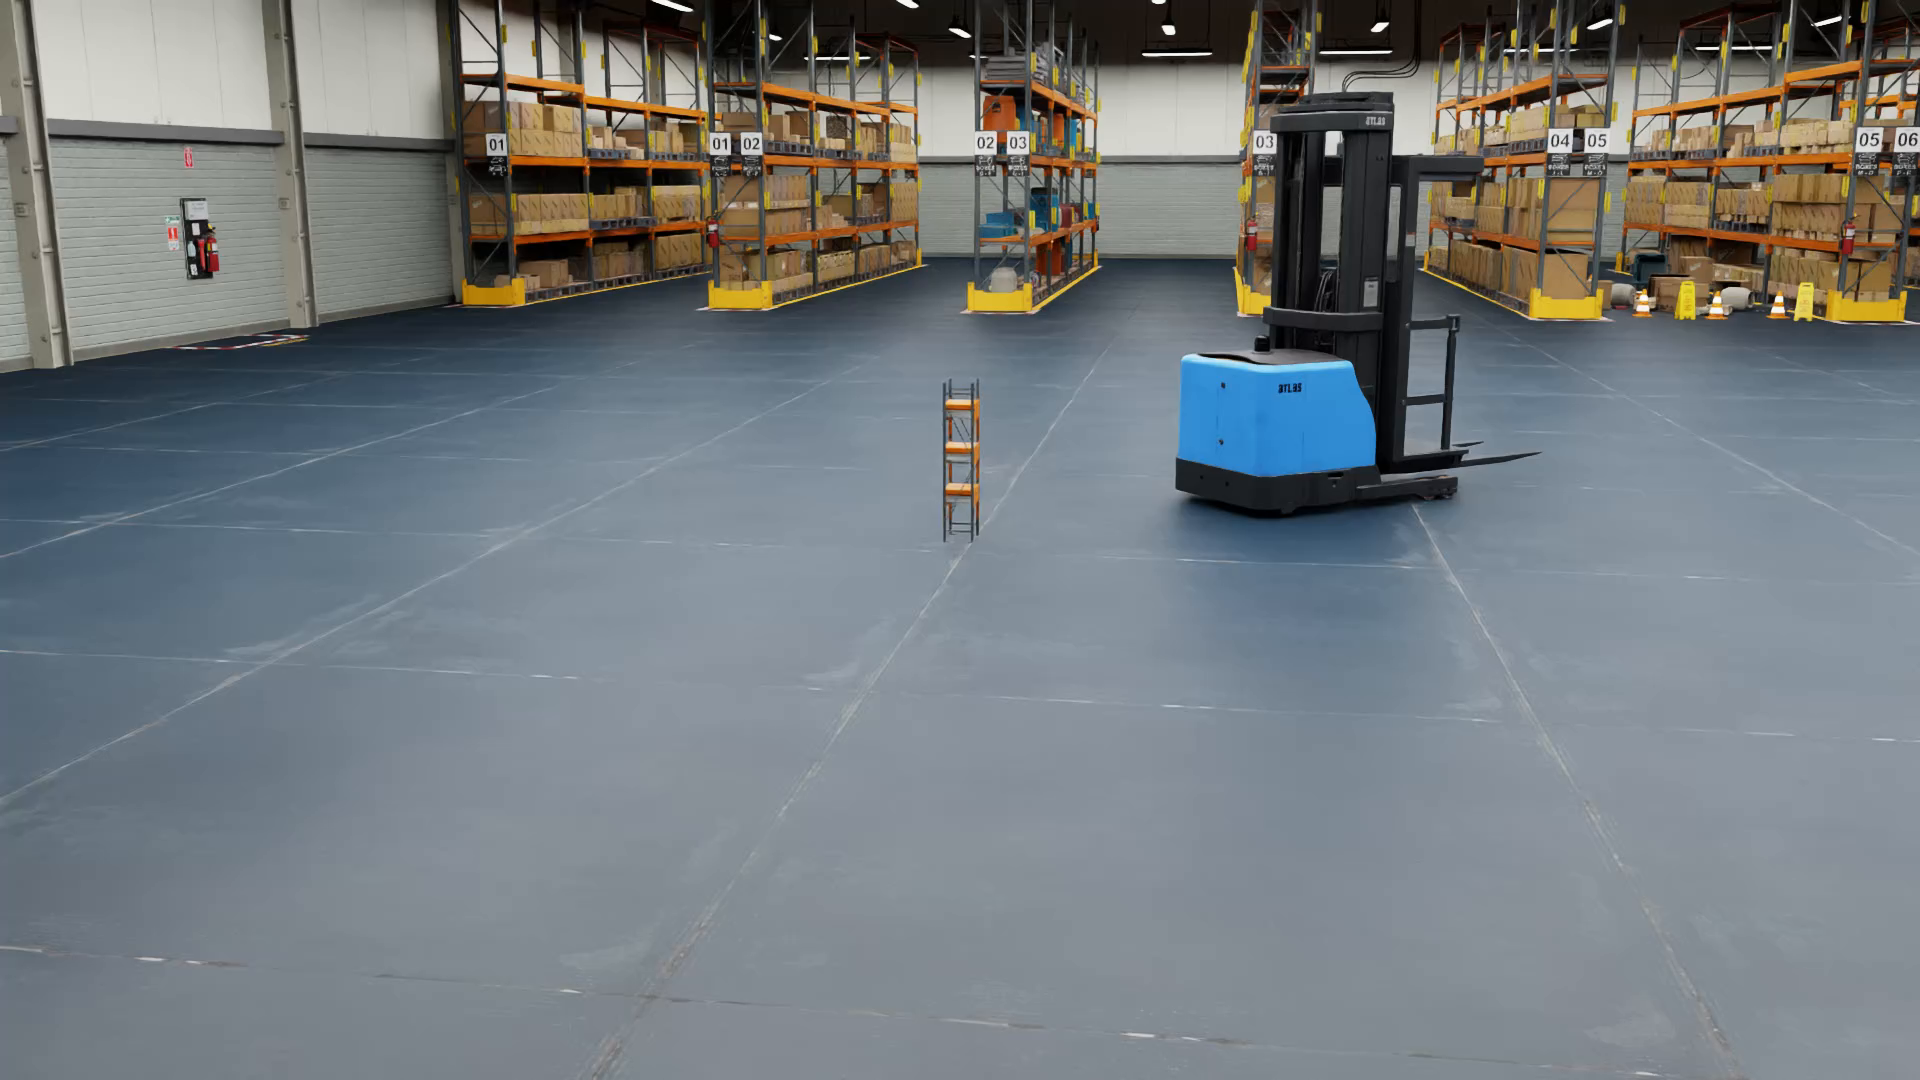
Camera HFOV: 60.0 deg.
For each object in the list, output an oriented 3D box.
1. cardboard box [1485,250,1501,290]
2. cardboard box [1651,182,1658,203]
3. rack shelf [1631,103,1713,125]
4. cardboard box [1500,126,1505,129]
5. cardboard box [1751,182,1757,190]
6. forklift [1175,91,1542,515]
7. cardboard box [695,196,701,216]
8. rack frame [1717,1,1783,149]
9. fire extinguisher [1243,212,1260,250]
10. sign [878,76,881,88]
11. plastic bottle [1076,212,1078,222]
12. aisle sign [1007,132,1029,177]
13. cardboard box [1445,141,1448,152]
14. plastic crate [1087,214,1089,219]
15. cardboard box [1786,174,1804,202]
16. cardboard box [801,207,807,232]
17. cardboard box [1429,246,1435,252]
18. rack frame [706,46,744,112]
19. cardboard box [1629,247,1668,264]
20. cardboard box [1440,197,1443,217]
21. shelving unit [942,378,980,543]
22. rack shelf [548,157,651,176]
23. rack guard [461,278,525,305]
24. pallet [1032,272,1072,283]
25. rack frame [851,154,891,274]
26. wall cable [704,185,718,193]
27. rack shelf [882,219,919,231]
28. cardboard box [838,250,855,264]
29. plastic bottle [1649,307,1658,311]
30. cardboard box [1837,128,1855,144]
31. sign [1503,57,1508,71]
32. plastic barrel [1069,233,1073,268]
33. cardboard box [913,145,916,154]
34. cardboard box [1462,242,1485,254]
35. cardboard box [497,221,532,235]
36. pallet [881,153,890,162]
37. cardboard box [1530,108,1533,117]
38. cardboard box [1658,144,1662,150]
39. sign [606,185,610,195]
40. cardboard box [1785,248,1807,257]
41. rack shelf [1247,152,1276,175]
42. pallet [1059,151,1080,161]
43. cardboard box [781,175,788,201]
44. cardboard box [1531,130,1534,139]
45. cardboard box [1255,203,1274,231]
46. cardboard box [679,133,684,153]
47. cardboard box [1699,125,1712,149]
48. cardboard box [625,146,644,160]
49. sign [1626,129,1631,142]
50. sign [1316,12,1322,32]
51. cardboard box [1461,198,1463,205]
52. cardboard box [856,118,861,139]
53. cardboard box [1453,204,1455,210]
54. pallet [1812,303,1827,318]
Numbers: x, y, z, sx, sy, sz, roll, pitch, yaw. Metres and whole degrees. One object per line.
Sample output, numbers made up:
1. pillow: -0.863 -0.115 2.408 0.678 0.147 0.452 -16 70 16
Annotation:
1. cardboard box: 11.168 -5.419 33.362 1.050 0.750 0.750 2 12 8
2. cardboard box: 17.184 -8.458 40.508 0.500 0.500 0.500 2 12 8
3. rack shelf: 17.606 -10.509 41.055 1.077 0.370 4.000 2 12 9
4. cardboard box: 12.190 -9.086 36.860 0.396 0.266 0.258 2 12 9
5. cardboard box: 16.028 -7.064 33.171 0.380 0.149 0.250 1 12 6
6. forklift: 3.143 -1.816 12.461 3.031 2.935 1.130 -7 14 -29
7. cardboard box: -6.999 -8.610 42.834 0.500 0.500 0.500 2 12 8
8. rack frame: 16.683 -9.807 35.142 1.000 3.000 0.127 2 12 9
9. fire extinguisher: 5.187 -5.484 29.503 0.296 0.674 0.183 2 12 9
10. sign: -2.203 -12.629 45.827 0.100 0.325 0.005 2 12 9
11. plastic bottle: 2.880 -7.990 41.225 0.061 0.283 0.133 2 12 9
12. aisle sign: 1.045 -6.937 29.893 0.394 0.787 0.004 2 12 9
13. cardboard box: 12.378 -9.805 41.420 0.500 0.250 0.500 2 12 11
14. plastic crate: 3.281 -8.747 44.942 0.396 0.136 0.243 2 12 9
15. cardboard box: 15.582 -6.431 30.399 0.700 0.500 0.500 2 12 7
16. cardboard box: -3.574 -6.641 34.453 0.700 0.500 0.500 2 12 7
17. cardboard box: 12.590 -7.684 43.886 0.380 0.149 0.250 1 12 6
18. rack frame: -6.562 -12.275 46.593 1.000 3.000 0.127 2 12 9
19. cardboard box: 17.911 -7.352 43.074 0.875 0.438 0.875 1 12 7
20. cardboard box: 12.345 -8.363 41.733 0.500 0.500 0.500 2 12 8
21. shelving unit: 0.008 -0.524 10.934 0.215 1.050 0.252 2 12 9
22. rack shelf: -8.100 -8.376 37.326 1.077 0.370 4.000 2 12 9
23. rack guard: -9.011 -4.806 32.107 1.175 0.500 0.348 2 12 9
24. pallet: 2.077 -6.159 39.070 1.003 0.211 1.213 2 12 9
25. rack frame: -2.282 -8.350 42.620 1.000 3.000 0.127 2 12 9
26. wall cable: -7.300 -10.137 48.497 0.084 1.984 1.851 2 12 9
27. rack shelf: -1.974 -8.415 44.628 1.077 0.370 4.000 2 12 9
28. cardboard box: -2.734 -6.536 38.400 0.500 0.311 0.500 2 12 10
29. plastic bottle: 12.667 -4.234 30.494 0.133 0.061 0.283 -2 12 -11
30. cardboard box: 15.265 -6.863 28.249 0.500 0.250 0.500 2 12 8
31. sign: 12.941 -11.297 39.459 0.100 0.325 0.005 2 12 9
32. plastic barrel: 2.511 -7.256 41.526 0.600 0.901 0.708 2 12 9
33. cardboard box: -1.494 -10.705 45.596 0.500 0.250 0.500 2 12 9
34. cardboard box: 11.689 -6.620 37.750 0.500 0.250 0.500 2 12 9
35. cardboard box: -8.634 -6.040 32.208 0.500 0.250 0.500 2 12 7
36. pallet: -2.452 -9.591 41.705 1.213 0.211 1.003 2 12 9
37. cardboard box: 10.458 -7.682 29.869 0.380 0.149 0.250 2 12 8
38. cardboard box: 17.121 -9.504 40.213 0.380 0.149 0.250 2 12 10
39. sign: -8.341 -8.261 39.456 0.100 0.325 0.005 2 12 9
40. cardboard box: 15.554 -5.342 30.870 0.380 0.149 0.250 2 12 11
41. rack shelf: 5.968 -7.062 31.228 1.077 0.370 4.000 2 12 9
42. pallet: 2.211 -8.886 38.436 1.003 0.211 1.213 2 12 9
43. cardboard box: -3.806 -6.962 32.862 0.700 0.500 0.500 2 12 9
44. cardboard box: 10.419 -7.239 29.704 0.380 0.149 0.250 2 12 8
45. cardboard box: 5.772 -5.838 30.021 0.875 0.500 0.500 2 12 9
46. cardboard box: -7.421 -10.061 42.155 0.700 0.500 0.500 1 12 6
47. cardboard box: 16.647 -8.808 36.388 0.700 0.500 0.500 1 12 6
48. cardboard box: -7.636 -8.951 38.453 0.500 0.311 0.500 2 12 9
49. sign: 17.366 -10.492 43.174 0.100 0.325 0.005 2 12 9
50. sign: 6.197 -8.941 28.716 0.100 0.325 0.005 2 12 9
51. cardboard box: 11.480 -7.611 37.377 0.380 0.149 0.250 2 12 10
52. cardboard box: -2.667 -9.825 39.730 0.500 0.500 0.500 2 12 9
53. cardboard box: 11.679 -7.734 38.655 0.380 0.149 0.250 2 12 8
54. pallet: 15.624 -4.030 29.193 1.003 0.211 1.213 2 12 9
